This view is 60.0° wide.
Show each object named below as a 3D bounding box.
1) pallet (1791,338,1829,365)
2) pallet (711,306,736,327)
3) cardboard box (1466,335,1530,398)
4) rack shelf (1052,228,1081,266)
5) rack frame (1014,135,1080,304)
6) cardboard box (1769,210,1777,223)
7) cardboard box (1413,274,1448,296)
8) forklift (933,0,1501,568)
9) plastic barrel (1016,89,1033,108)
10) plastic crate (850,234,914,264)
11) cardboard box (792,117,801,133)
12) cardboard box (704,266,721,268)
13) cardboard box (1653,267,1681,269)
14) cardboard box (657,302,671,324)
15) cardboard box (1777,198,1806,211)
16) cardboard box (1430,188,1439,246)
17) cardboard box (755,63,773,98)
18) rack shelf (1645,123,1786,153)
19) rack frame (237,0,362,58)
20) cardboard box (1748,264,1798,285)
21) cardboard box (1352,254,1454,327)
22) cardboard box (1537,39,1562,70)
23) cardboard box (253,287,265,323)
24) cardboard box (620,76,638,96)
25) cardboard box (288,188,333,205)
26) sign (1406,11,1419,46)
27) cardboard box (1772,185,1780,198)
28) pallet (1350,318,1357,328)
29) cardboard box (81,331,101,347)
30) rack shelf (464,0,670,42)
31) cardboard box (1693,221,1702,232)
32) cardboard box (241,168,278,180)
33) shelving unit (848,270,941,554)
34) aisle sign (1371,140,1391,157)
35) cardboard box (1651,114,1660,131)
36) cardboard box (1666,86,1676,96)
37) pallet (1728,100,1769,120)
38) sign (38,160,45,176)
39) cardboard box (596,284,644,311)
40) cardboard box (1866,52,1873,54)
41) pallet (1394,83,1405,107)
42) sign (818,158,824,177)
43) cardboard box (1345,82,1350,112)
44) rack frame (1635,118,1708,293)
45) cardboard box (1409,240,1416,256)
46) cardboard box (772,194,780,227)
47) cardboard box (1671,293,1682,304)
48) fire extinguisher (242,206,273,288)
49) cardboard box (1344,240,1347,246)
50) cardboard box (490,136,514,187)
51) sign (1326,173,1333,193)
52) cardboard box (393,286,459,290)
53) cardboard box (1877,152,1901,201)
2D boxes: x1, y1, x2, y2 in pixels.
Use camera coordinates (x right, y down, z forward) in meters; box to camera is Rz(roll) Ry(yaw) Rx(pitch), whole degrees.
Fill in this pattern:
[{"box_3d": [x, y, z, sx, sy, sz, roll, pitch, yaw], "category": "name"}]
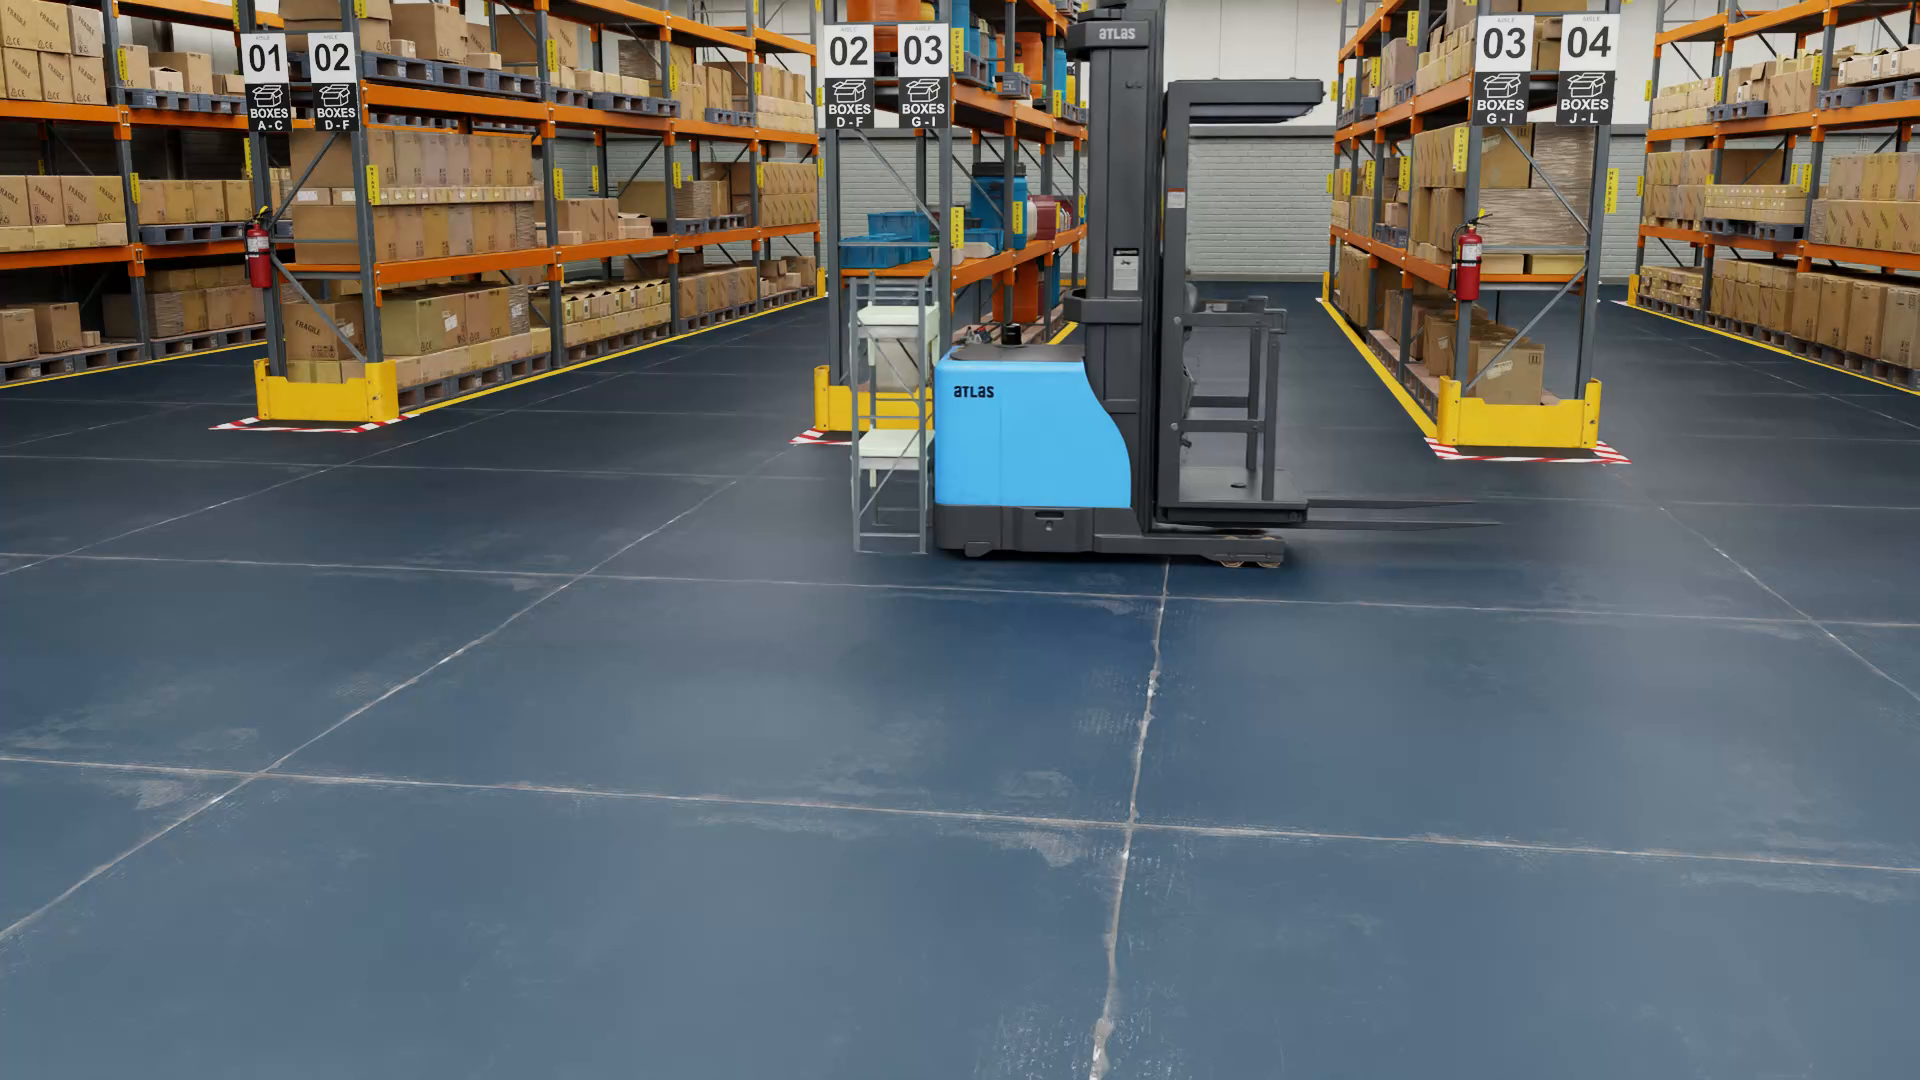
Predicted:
[{"box_3d": [10.249, -2.166, 19.042, 1.003, 0.211, 1.213, 2, 12, 9], "category": "pallet"}, {"box_3d": [-3.886, -3.238, 24.019, 1.003, 0.211, 1.213, 2, 12, 9], "category": "pallet"}, {"box_3d": [4.500, -1.445, 14.016, 0.500, 0.500, 0.500, 5, 13, 23], "category": "cardboard box"}, {"box_3d": [0.973, -4.097, 23.094, 1.077, 0.370, 4.000, 2, 12, 9], "category": "rack shelf"}, {"box_3d": [1.281, -4.865, 24.950, 1.000, 3.000, 0.127, 2, 12, 9], "category": "rack frame"}, {"box_3d": [10.106, -3.942, 20.266, 0.380, 0.149, 0.250, 2, 12, 8], "category": "cardboard box"}, {"box_3d": [5.414, -2.981, 19.314, 0.500, 0.250, 0.500, 3, 13, 15], "category": "cardboard box"}, {"box_3d": [1.397, -1.399, 9.029, 3.031, 2.935, 1.130, 1, 12, 5], "category": "forklift"}, {"box_3d": [0.700, -5.159, 19.521, 0.301, 0.262, 0.301, 0, 12, 0], "category": "plastic barrel"}, {"box_3d": [-0.678, -2.544, 14.529, 0.499, 0.251, 0.408, 2, 12, 9], "category": "plastic crate"}, {"box_3d": [-2.968, -6.929, 27.760, 0.500, 0.250, 0.500, 2, 12, 9], "category": "cardboard box"}, {"box_3d": [-3.928, -3.927, 25.485, 0.500, 0.500, 0.500, 1, 12, 6], "category": "cardboard box"}, {"box_3d": [11.335, -4.299, 26.680, 0.380, 0.149, 0.250, 2, 12, 10], "category": "cardboard box"}, {"box_3d": [-4.068, -2.938, 21.535, 0.500, 0.250, 0.500, 2, 12, 10], "category": "cardboard box"}, {"box_3d": [10.071, -4.036, 19.995, 0.380, 0.149, 0.250, 2, 12, 10], "category": "cardboard box"}, {"box_3d": [4.607, -2.829, 14.558, 0.875, 0.500, 0.500, 2, 12, 9], "category": "cardboard box"}, {"box_3d": [-3.359, -7.233, 26.203, 0.700, 0.500, 0.500, 2, 12, 9], "category": "cardboard box"}, {"box_3d": [11.368, -6.054, 25.054, 1.077, 0.370, 4.000, 2, 12, 9], "category": "rack shelf"}, {"box_3d": [-5.459, -5.461, 13.475, 1.000, 3.000, 0.127, 2, 12, 9], "category": "rack frame"}, {"box_3d": [10.452, -3.402, 21.316, 0.500, 0.250, 0.500, 2, 12, 10], "category": "cardboard box"}, {"box_3d": [5.686, -3.182, 21.185, 1.225, 0.875, 0.875, 1, 12, 6], "category": "cardboard box"}, {"box_3d": [4.659, -3.692, 12.740, 0.500, 0.250, 0.500, 2, 12, 10], "category": "cardboard box"}, {"box_3d": [-9.377, -3.092, 21.609, 0.700, 0.500, 0.500, 2, 12, 9], "category": "cardboard box"}, {"box_3d": [-4.305, -5.586, 20.534, 0.500, 0.250, 0.500, 2, 12, 10], "category": "cardboard box"}, {"box_3d": [-5.588, -2.980, 14.426, 0.380, 0.149, 0.250, 2, 12, 8], "category": "cardboard box"}, {"box_3d": [4.395, -4.969, 16.146, 0.100, 0.325, 0.005, 2, 12, 9], "category": "sign"}, {"box_3d": [10.108, -4.233, 20.202, 0.380, 0.149, 0.250, 2, 12, 8], "category": "cardboard box"}, {"box_3d": [6.130, -3.179, 23.742, 1.003, 0.211, 1.213, 2, 12, 9], "category": "pallet"}, {"box_3d": [-9.792, -2.239, 18.443, 0.380, 0.166, 0.250, 0, 12, 1], "category": "cardboard box"}, {"box_3d": [-4.536, -6.163, 19.389, 1.077, 0.370, 4.000, 2, 12, 9], "category": "rack shelf"}, {"box_3d": [10.805, -4.525, 23.965, 0.380, 0.149, 0.250, 2, 12, 7], "category": "cardboard box"}, {"box_3d": [-9.182, -4.795, 21.800, 0.380, 0.149, 0.250, 0, 12, -1], "category": "cardboard box"}, {"box_3d": [-0.355, -0.737, 9.353, 0.431, 1.500, 0.755, 1, 12, 5], "category": "shelving unit"}, {"box_3d": [7.097, -6.814, 27.820, 0.394, 0.787, 0.004, 2, 12, 9], "category": "aisle sign"}, {"box_3d": [11.354, -6.664, 26.530, 0.500, 0.250, 0.500, 2, 12, 11], "category": "cardboard box"}, {"box_3d": [11.191, -6.971, 25.823, 0.380, 0.149, 0.250, 2, 12, 9], "category": "cardboard box"}, {"box_3d": [10.703, -5.557, 21.483, 1.213, 0.211, 1.003, 2, 12, 9], "category": "pallet"}, {"box_3d": [-10.288, -4.104, 18.670, 0.100, 0.325, 0.005, 2, 12, 9], "category": "sign"}, {"box_3d": [-4.220, -2.999, 20.488, 0.500, 0.311, 0.500, 2, 12, 8], "category": "cardboard box"}, {"box_3d": [10.859, -5.817, 20.191, 0.396, 0.266, 0.258, 2, 12, 9], "category": "cardboard box"}, {"box_3d": [5.301, -4.755, 17.764, 1.213, 0.211, 1.003, 2, 12, 9], "category": "pallet"}, {"box_3d": [-2.453, -6.558, 29.304, 0.100, 0.325, 0.005, 2, 12, 9], "category": "sign"}, {"box_3d": [6.557, -7.084, 26.652, 0.700, 0.500, 0.500, 1, 12, 7], "category": "cardboard box"}, {"box_3d": [11.675, -5.356, 27.226, 1.000, 3.000, 0.127, 2, 12, 9], "category": "rack frame"}, {"box_3d": [4.563, -2.830, 16.102, 0.380, 0.149, 0.250, 2, 12, 9], "category": "cardboard box"}, {"box_3d": [-3.190, -5.280, 26.634, 0.500, 0.500, 0.500, 2, 12, 10], "category": "cardboard box"}, {"box_3d": [10.943, -3.643, 25.048, 0.380, 0.149, 0.250, 2, 12, 9], "category": "cardboard box"}, {"box_3d": [-5.936, -2.481, 14.071, 0.296, 0.674, 0.183, 2, 12, 9], "category": "fire extinguisher"}, {"box_3d": [6.630, -4.379, 26.739, 0.875, 0.875, 0.875, 2, 12, 9], "category": "cardboard box"}, {"box_3d": [-4.982, -3.847, 16.906, 0.700, 0.500, 0.500, 2, 12, 9], "category": "cardboard box"}, {"box_3d": [6.242, -6.019, 28.059, 0.100, 0.325, 0.005, 2, 12, 9], "category": "sign"}, {"box_3d": [-5.378, -2.295, 16.770, 0.500, 0.500, 0.500, 2, 12, 9], "category": "cardboard box"}, {"box_3d": [10.134, -3.817, 17.472, 0.700, 0.500, 0.500, 2, 12, 8], "category": "cardboard box"}]
